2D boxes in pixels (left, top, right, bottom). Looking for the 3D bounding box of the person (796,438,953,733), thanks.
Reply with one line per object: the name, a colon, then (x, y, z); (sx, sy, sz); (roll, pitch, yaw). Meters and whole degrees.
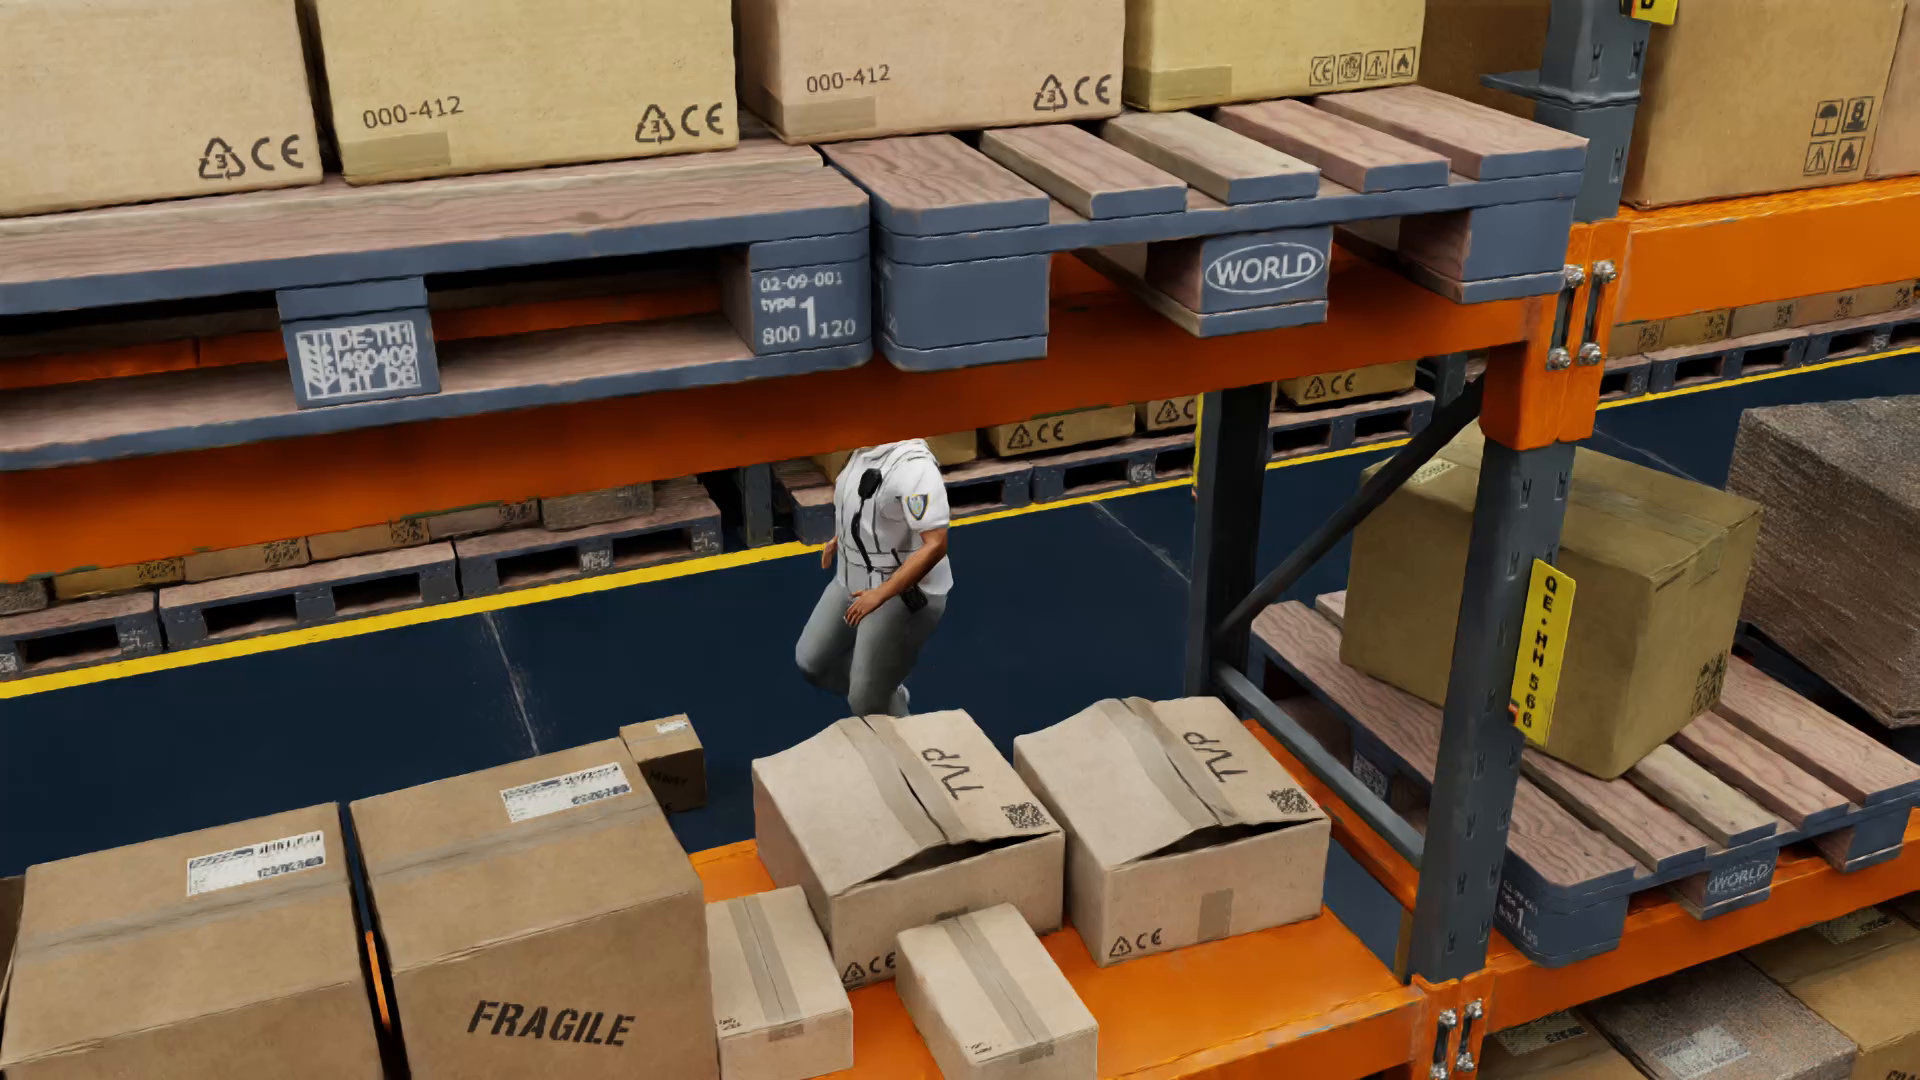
person: (-0.287, 0.181, 5.780); (0.497, 1.642, 0.663); (-13, 29, -25)
